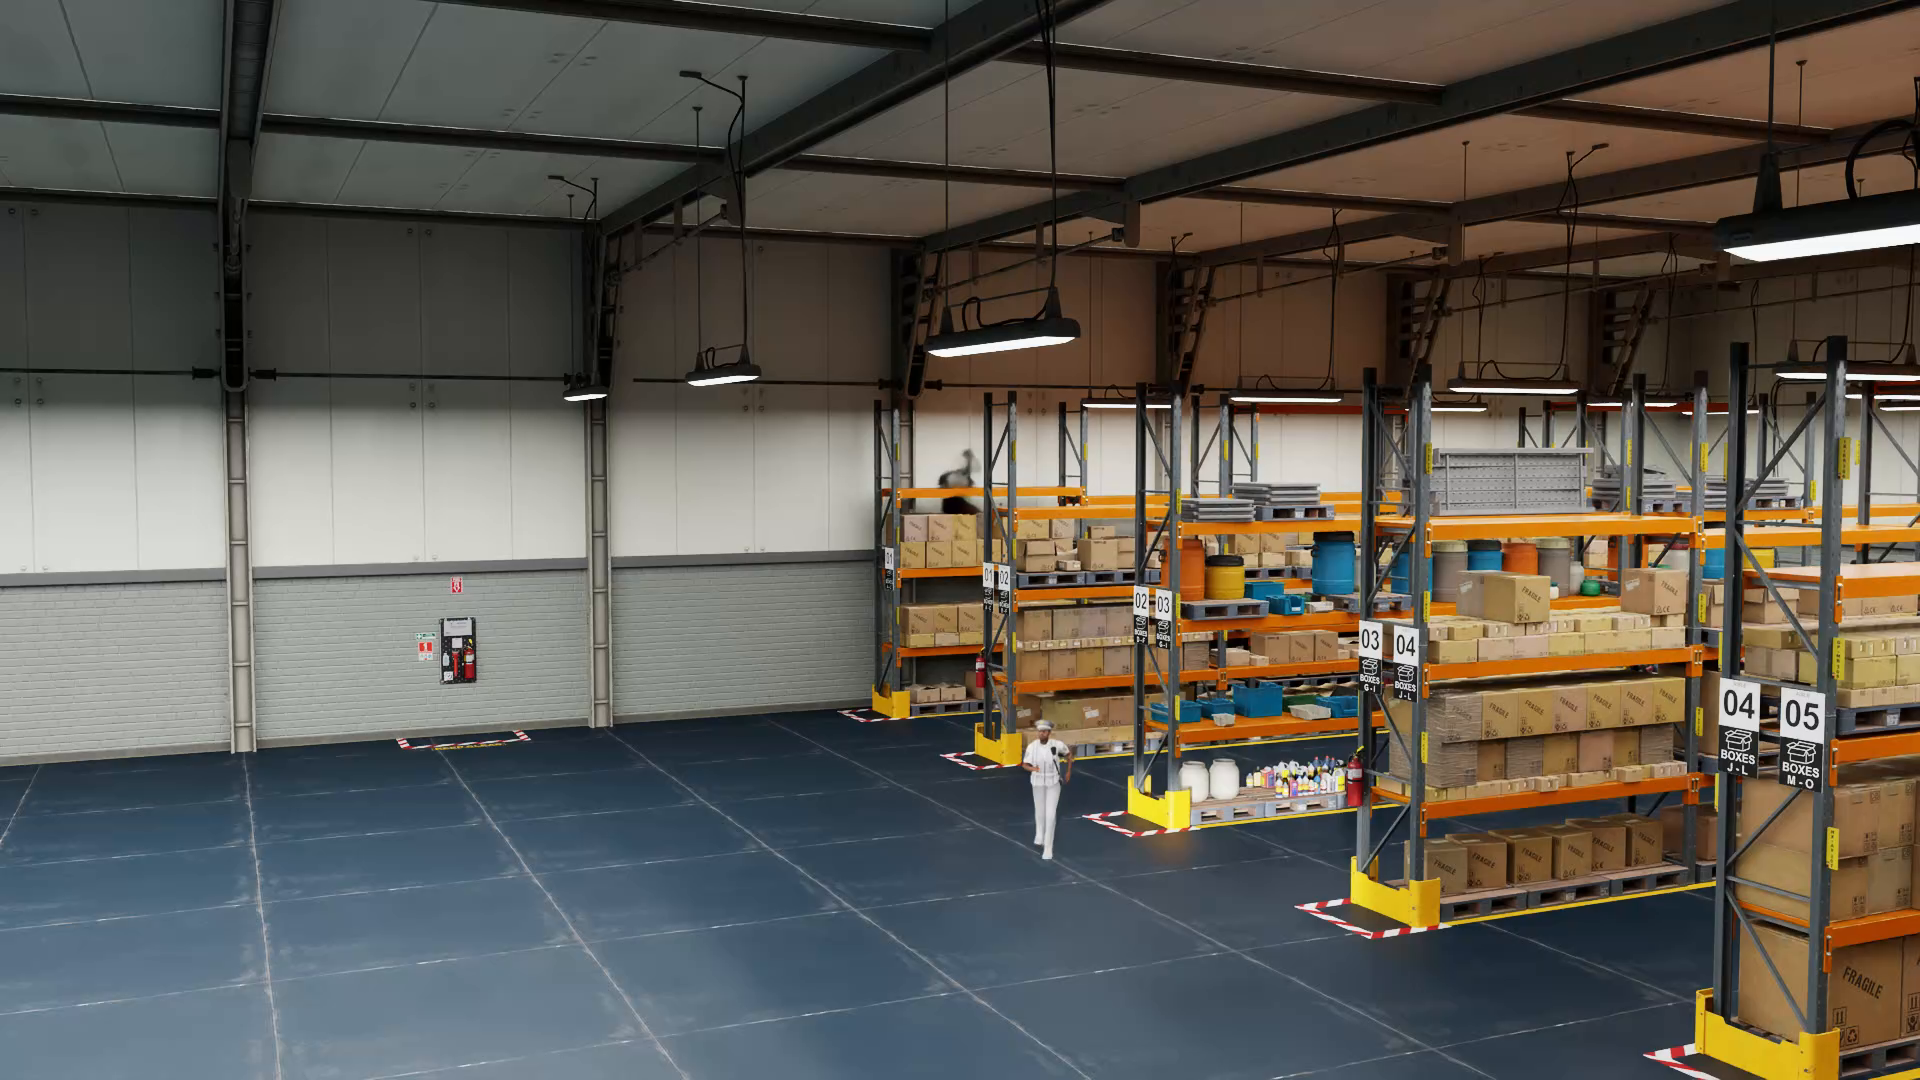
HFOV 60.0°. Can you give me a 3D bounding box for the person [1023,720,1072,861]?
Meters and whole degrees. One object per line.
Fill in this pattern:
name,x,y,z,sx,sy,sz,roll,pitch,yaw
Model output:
person,1.096,3.106,20.929,0.580,1.748,0.892,1,3,12
